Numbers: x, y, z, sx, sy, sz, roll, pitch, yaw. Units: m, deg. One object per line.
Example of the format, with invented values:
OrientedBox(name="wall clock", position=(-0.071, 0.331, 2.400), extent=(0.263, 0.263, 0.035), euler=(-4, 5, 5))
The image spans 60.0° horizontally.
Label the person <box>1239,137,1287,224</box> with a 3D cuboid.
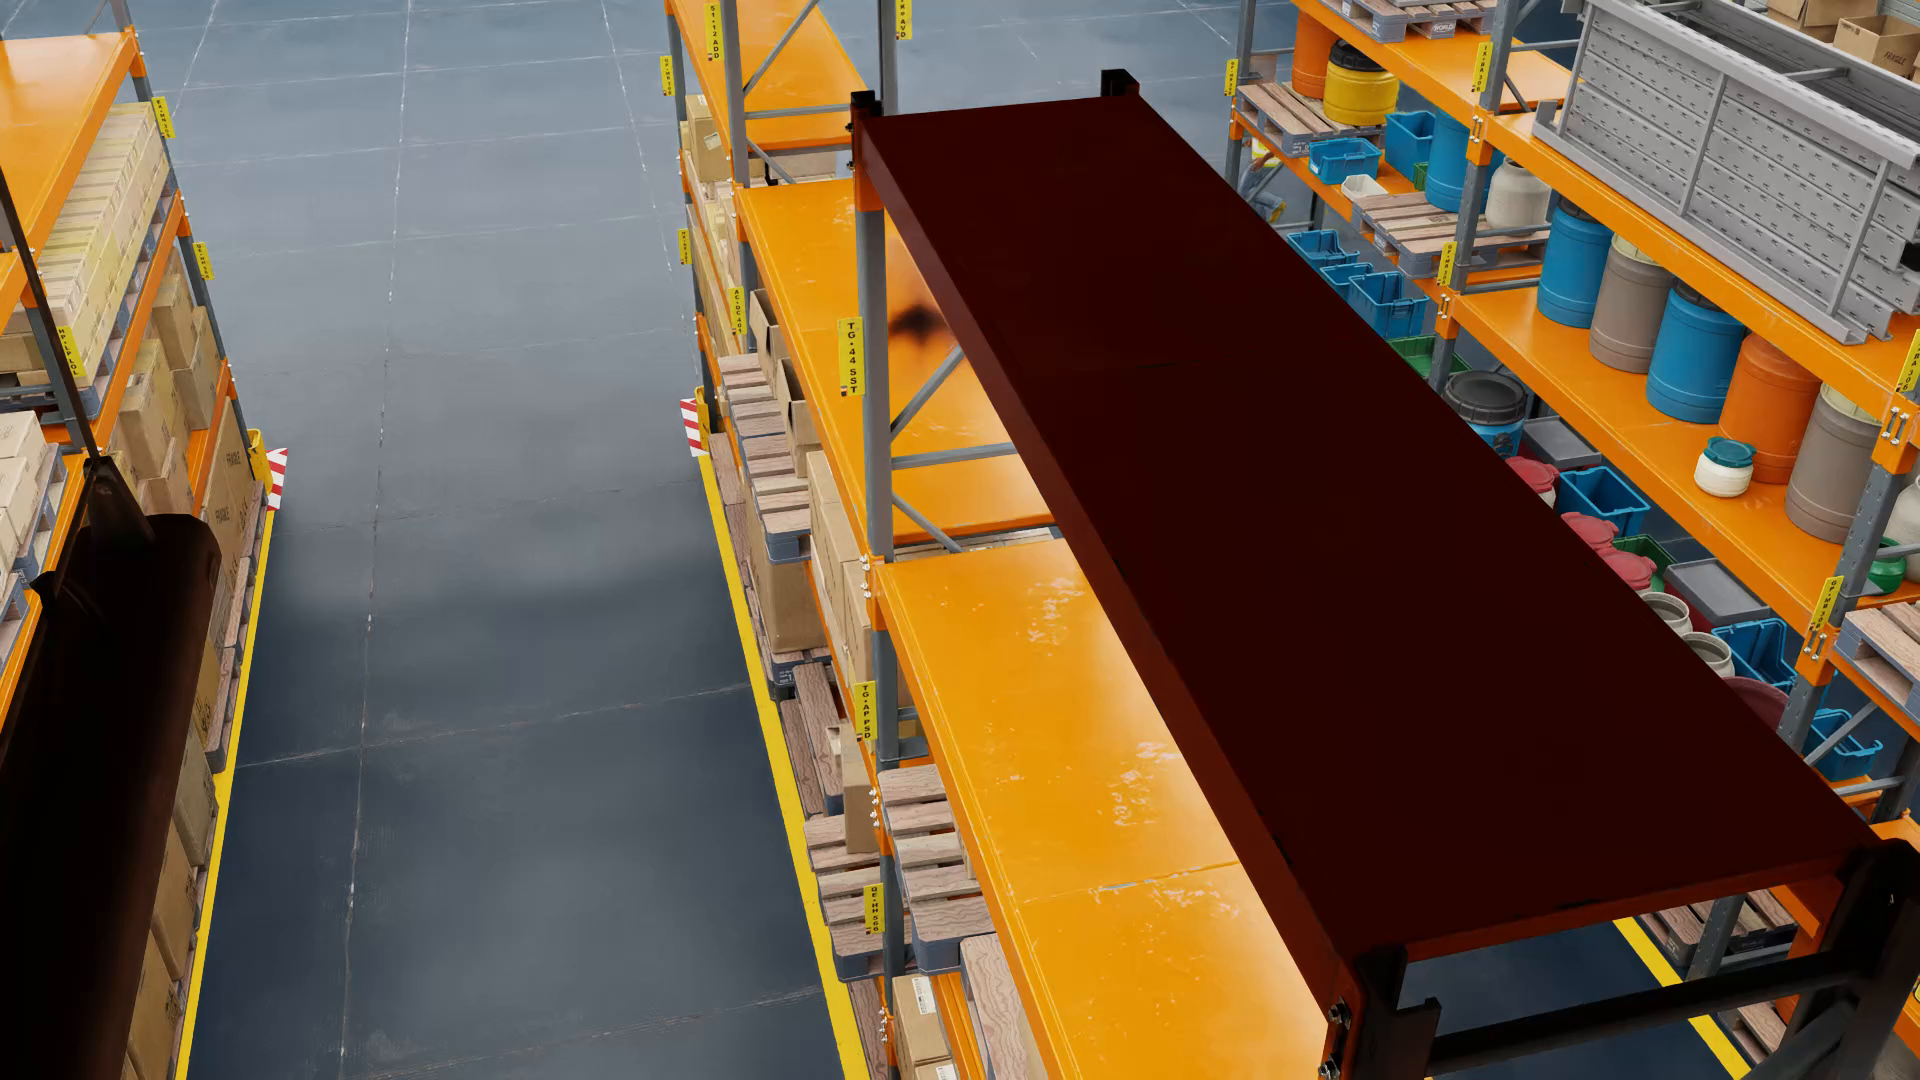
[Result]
OrientedBox(name="person", position=(3.482, -4.339, 18.920), extent=(0.587, 1.719, 0.703), euler=(8, 35, 11))
